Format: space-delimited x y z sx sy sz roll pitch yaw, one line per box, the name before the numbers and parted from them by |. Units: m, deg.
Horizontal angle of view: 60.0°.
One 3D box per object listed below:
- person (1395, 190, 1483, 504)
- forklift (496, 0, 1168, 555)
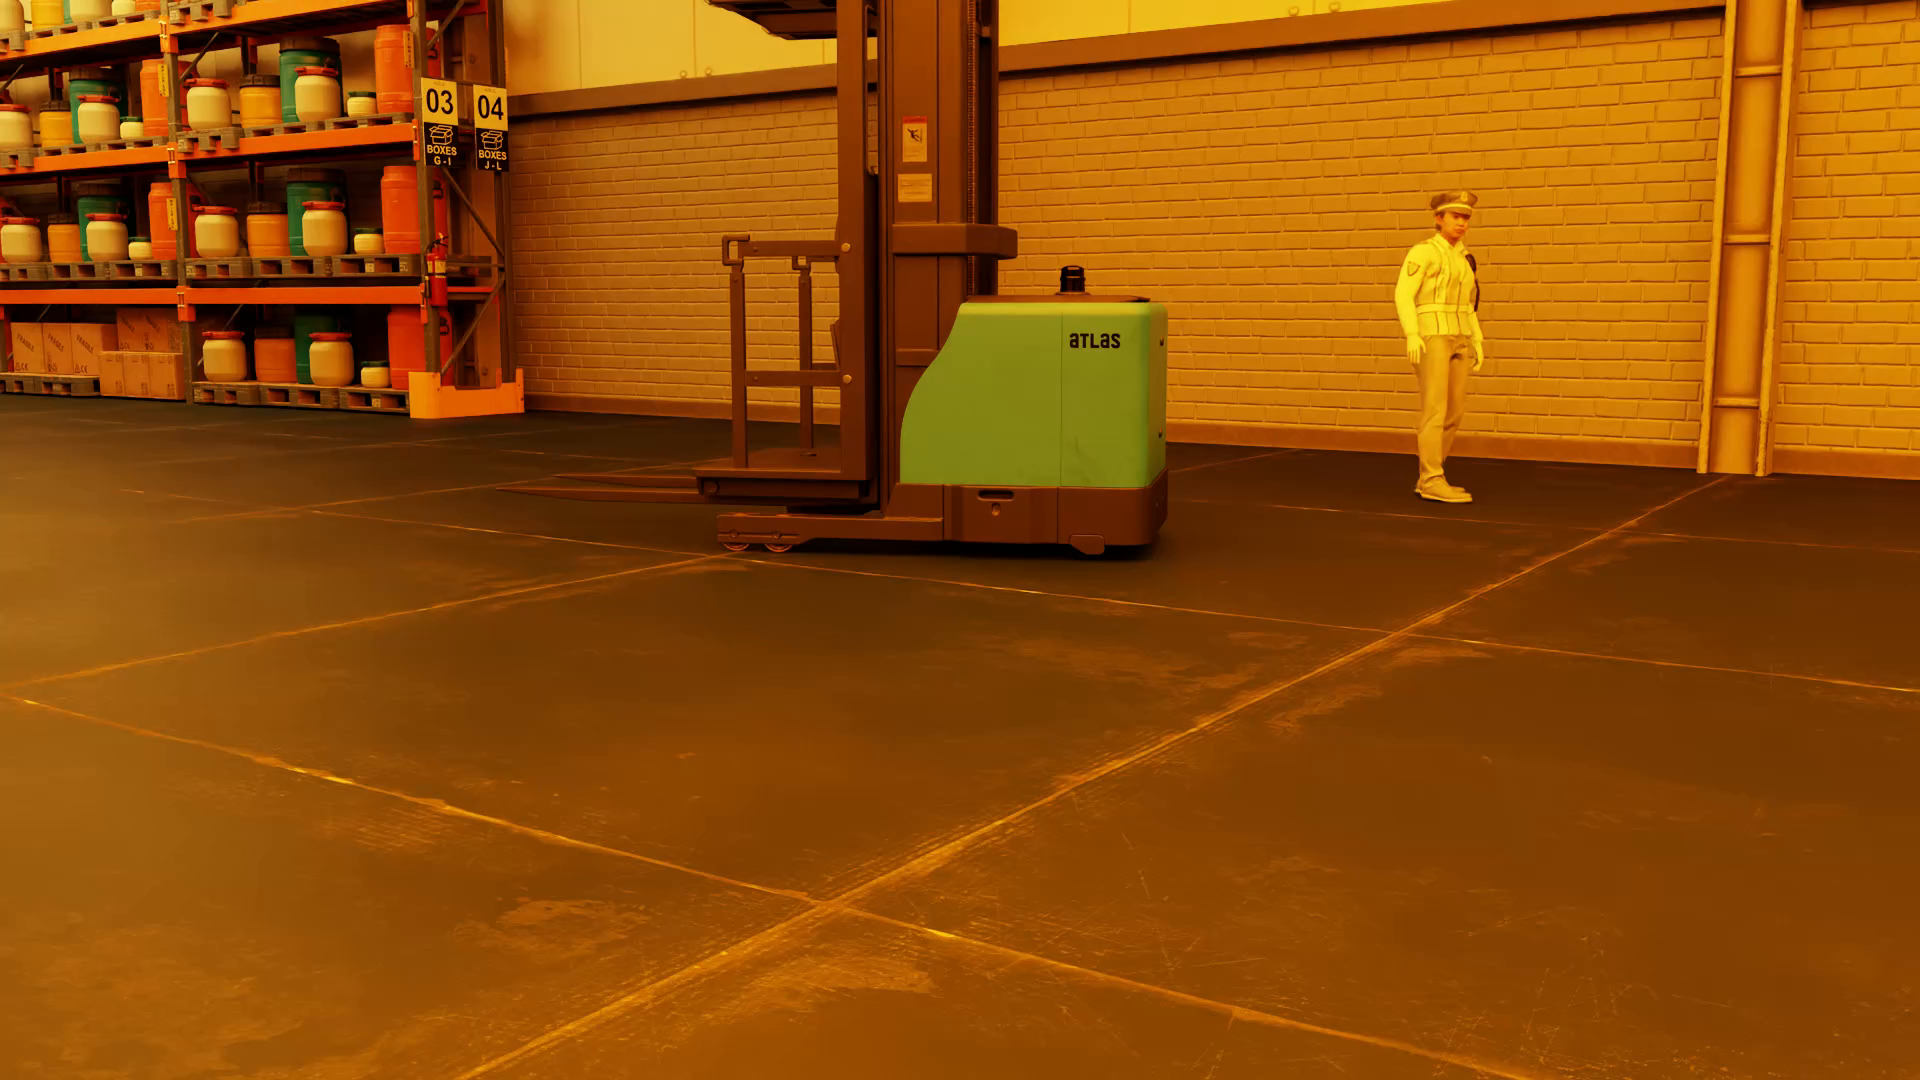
person | 2.707 -1.063 9.122 0.646 1.681 0.479 -7 11 -42
forklift | -0.596 -1.469 7.520 3.031 2.935 1.130 2 8 12
